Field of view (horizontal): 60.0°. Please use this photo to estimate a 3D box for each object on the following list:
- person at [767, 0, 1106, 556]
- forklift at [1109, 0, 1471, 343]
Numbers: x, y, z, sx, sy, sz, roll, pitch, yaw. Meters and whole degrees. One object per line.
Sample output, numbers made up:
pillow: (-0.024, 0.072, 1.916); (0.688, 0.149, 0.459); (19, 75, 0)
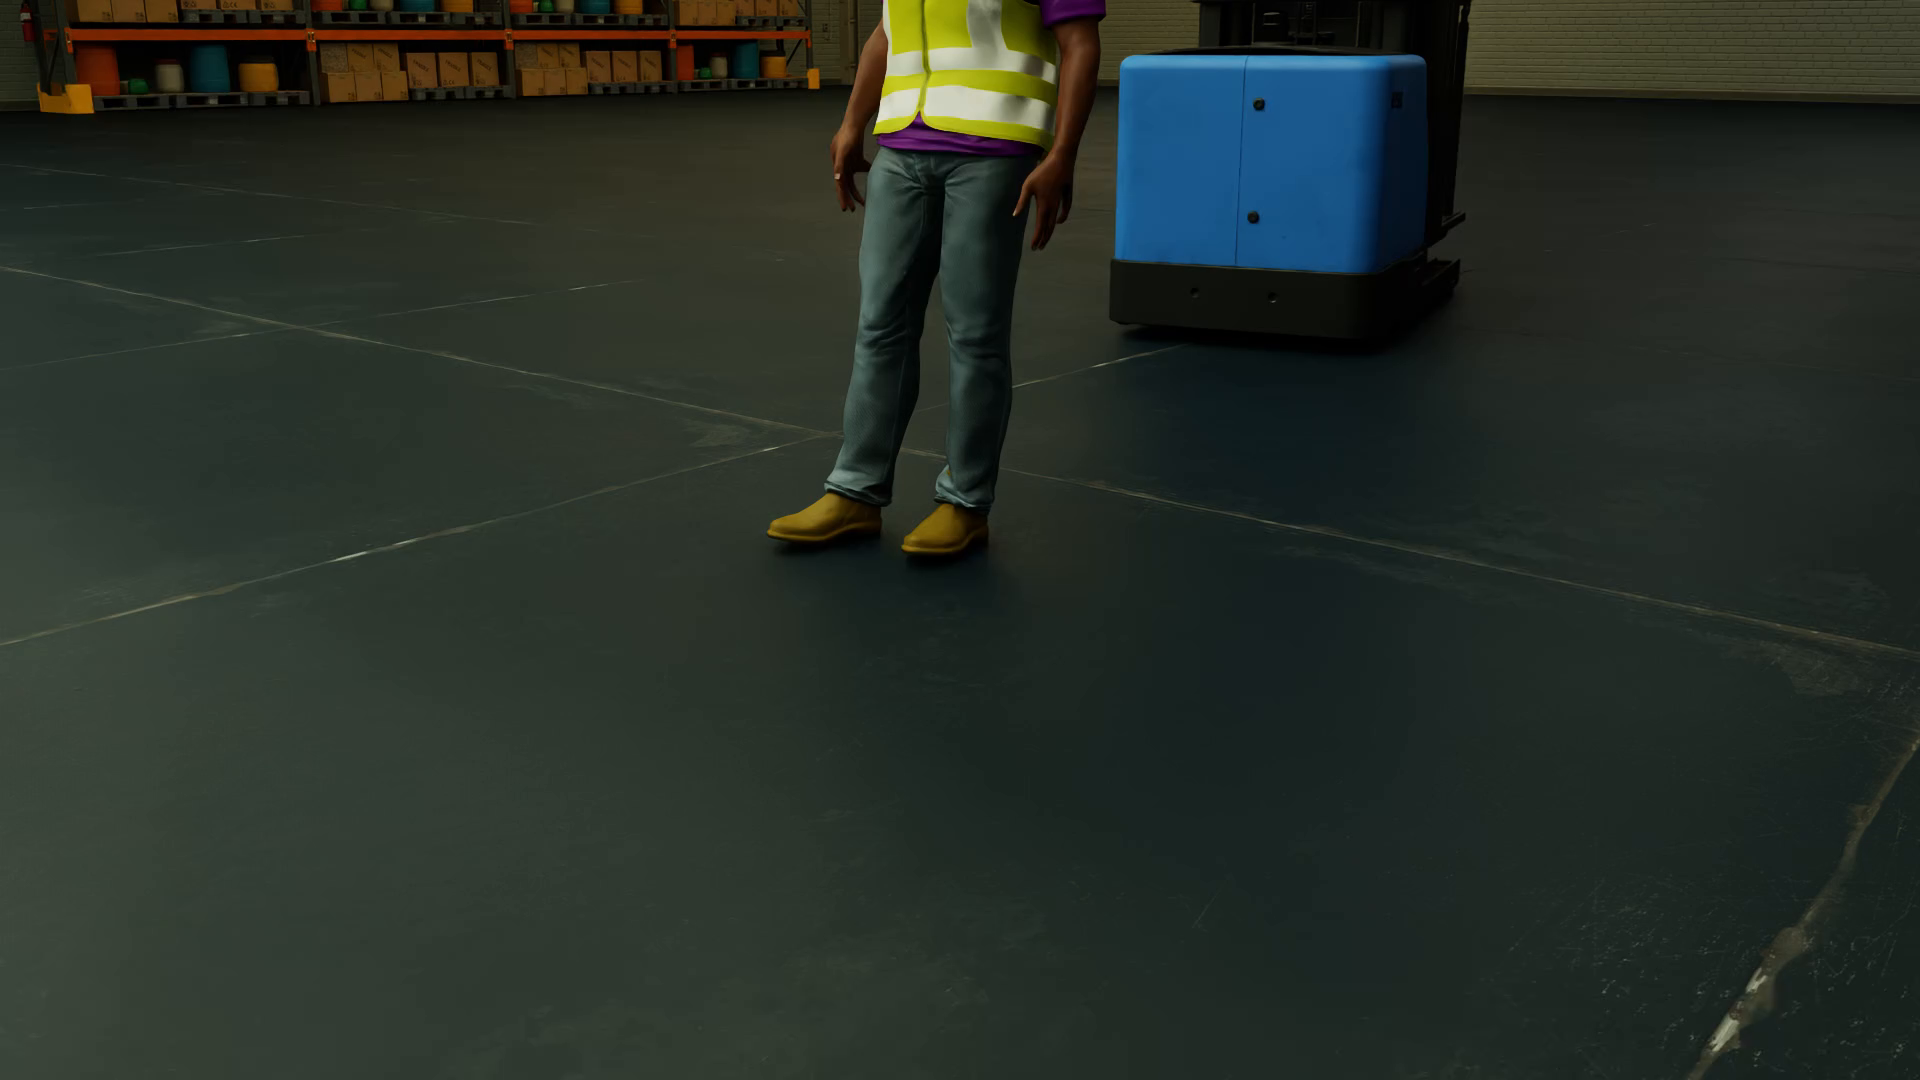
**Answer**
person: (-0.049, -0.838, 3.635); (0.665, 1.768, 0.575); (13, 21, 37)
forklift: (1.663, -2.527, 7.220); (1.130, 2.935, 3.031); (8, 18, 24)
